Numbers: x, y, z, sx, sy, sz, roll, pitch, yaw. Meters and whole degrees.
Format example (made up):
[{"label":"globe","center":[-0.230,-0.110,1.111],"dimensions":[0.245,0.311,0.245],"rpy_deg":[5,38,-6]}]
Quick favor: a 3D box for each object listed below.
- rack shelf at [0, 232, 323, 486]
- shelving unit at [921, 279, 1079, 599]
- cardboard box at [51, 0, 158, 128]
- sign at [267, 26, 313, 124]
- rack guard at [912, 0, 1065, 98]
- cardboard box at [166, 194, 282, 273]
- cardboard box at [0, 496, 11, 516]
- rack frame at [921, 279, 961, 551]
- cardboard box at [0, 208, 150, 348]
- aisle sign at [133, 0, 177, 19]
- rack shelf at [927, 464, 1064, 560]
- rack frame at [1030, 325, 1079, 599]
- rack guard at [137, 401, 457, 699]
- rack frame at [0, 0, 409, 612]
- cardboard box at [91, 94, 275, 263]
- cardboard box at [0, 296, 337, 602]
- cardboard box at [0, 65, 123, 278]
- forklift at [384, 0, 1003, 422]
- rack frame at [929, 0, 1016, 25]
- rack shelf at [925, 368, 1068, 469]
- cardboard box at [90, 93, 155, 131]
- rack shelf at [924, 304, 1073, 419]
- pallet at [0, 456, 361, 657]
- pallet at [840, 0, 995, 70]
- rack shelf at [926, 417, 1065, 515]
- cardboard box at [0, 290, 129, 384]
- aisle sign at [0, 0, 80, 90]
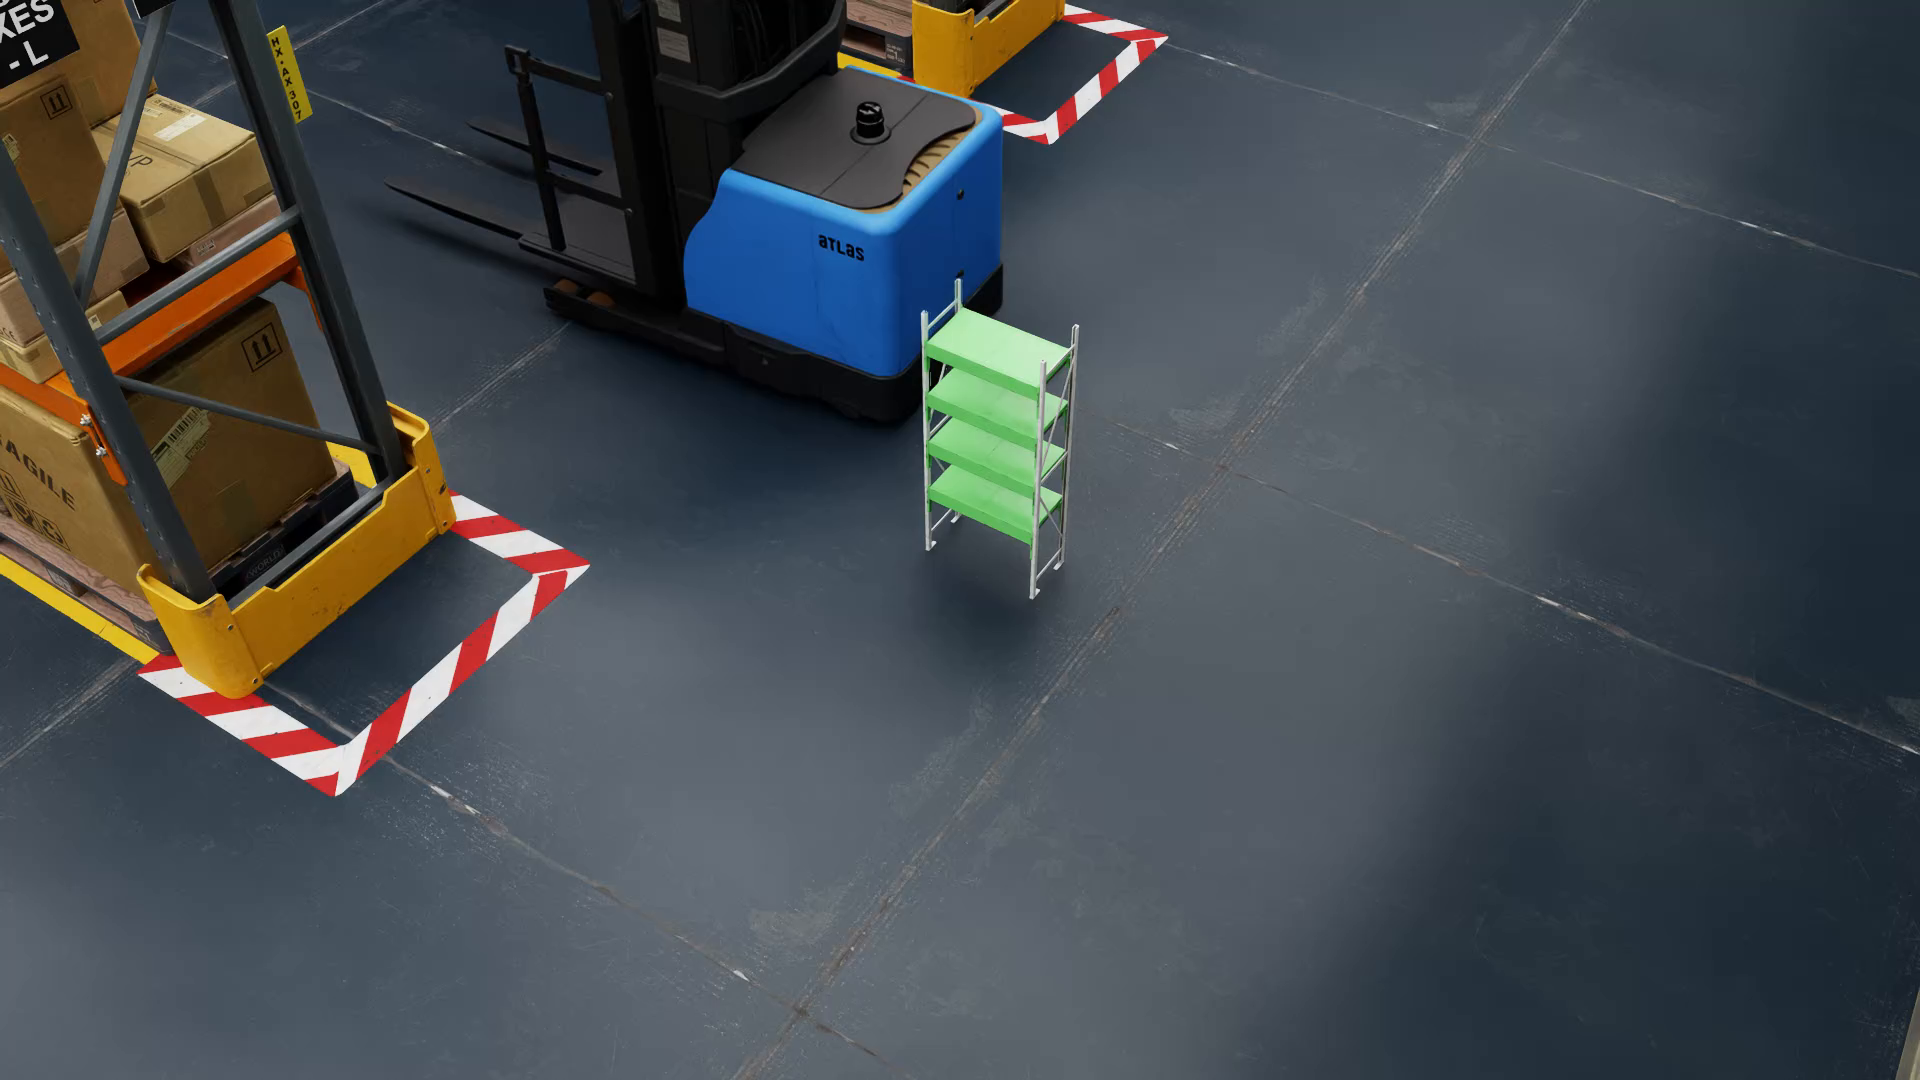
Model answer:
[{"label":"rack shelf","center":[-4.207,-1.388,6.509],"dimensions":[4.000,0.370,1.077],"rpy_deg":[25,51,22]},{"label":"shelving unit","center":[0.139,-0.354,6.257],"dimensions":[0.503,1.200,0.258],"rpy_deg":[25,51,22]},{"label":"cardboard box","center":[-3.203,-1.719,5.703],"dimensions":[0.500,0.500,0.500],"rpy_deg":[24,50,21]},{"label":"sign","center":[-2.219,-1.526,5.483],"dimensions":[0.005,0.325,0.100],"rpy_deg":[25,51,22]},{"label":"rack guard","center":[0.178,-2.982,9.299],"dimensions":[0.348,0.500,1.175],"rpy_deg":[25,51,22]},{"label":"cardboard box","center":[-2.644,-1.113,5.915],"dimensions":[0.250,0.149,0.380],"rpy_deg":[25,51,23]},{"label":"cardboard box","center":[-3.871,-0.822,6.646],"dimensions":[0.875,0.875,0.875],"rpy_deg":[25,51,22]},{"label":"rack frame","center":[-0.066,-0.449,6.349],"dimensions":[0.015,1.200,0.240],"rpy_deg":[25,51,22]},{"label":"cardboard box","center":[-3.075,-0.943,5.472],"dimensions":[0.500,0.250,0.500],"rpy_deg":[24,50,22]},{"label":"aisle sign","center":[-2.301,-1.923,4.715],"dimensions":[0.004,0.787,0.394],"rpy_deg":[25,51,22]},{"label":"rack shelf","center":[0.139,-0.142,6.475],"dimensions":[0.480,0.148,0.258],"rpy_deg":[25,51,22]},{"label":"rack frame","center":[0.345,-0.260,6.166],"dimensions":[0.015,1.200,0.240],"rpy_deg":[25,51,22]},{"label":"rack guard","center":[-2.503,0.016,6.386],"dimensions":[0.348,0.500,1.175],"rpy_deg":[25,51,22]},{"label":"rack frame","center":[-2.524,-0.864,5.498],"dimensions":[0.127,3.000,1.000],"rpy_deg":[25,51,22]},{"label":"cardboard box","center":[-2.782,-1.264,5.784],"dimensions":[0.500,0.250,0.500],"rpy_deg":[23,50,21]},{"label":"cardboard box","center":[-3.105,-0.470,6.303],"dimensions":[0.875,0.875,0.875],"rpy_deg":[25,51,22]},{"label":"cardboard box","center":[-3.076,-1.207,5.205],"dimensions":[0.500,0.500,0.500],"rpy_deg":[25,51,23]},{"label":"forklift","center":[-1.344,-2.308,6.949],"dimensions":[3.031,2.935,1.130],"rpy_deg":[22,50,20]},{"label":"rack frame","center":[0.150,-3.854,8.404],"dimensions":[0.127,3.000,1.000],"rpy_deg":[25,51,22]},{"label":"rack shelf","center":[0.139,-0.477,6.131],"dimensions":[0.480,0.148,0.258],"rpy_deg":[25,51,22]},{"label":"cardboard box","center":[-3.223,-1.462,5.976],"dimensions":[0.500,0.250,0.500],"rpy_deg":[24,51,22]},{"label":"rack shelf","center":[0.139,-0.644,5.959],"dimensions":[0.480,0.148,0.258],"rpy_deg":[25,51,22]},{"label":"pallet","center":[-3.239,-0.155,6.753],"dimensions":[1.213,0.211,1.003],"rpy_deg":[25,51,22]},{"label":"pallet","center":[-0.523,-3.225,9.737],"dimensions":[1.213,0.211,1.003],"rpy_deg":[25,51,22]},{"label":"rack shelf","center":[0.139,-0.310,6.303],"dimensions":[0.480,0.148,0.258],"rpy_deg":[25,51,22]},{"label":"cardboard box","center":[-3.001,-0.716,5.529],"dimensions":[0.250,0.149,0.380],"rpy_deg":[26,51,23]},{"label":"aisle sign","center":[-2.625,-1.561,4.363],"dimensions":[0.004,0.787,0.394],"rpy_deg":[25,51,22]}]
